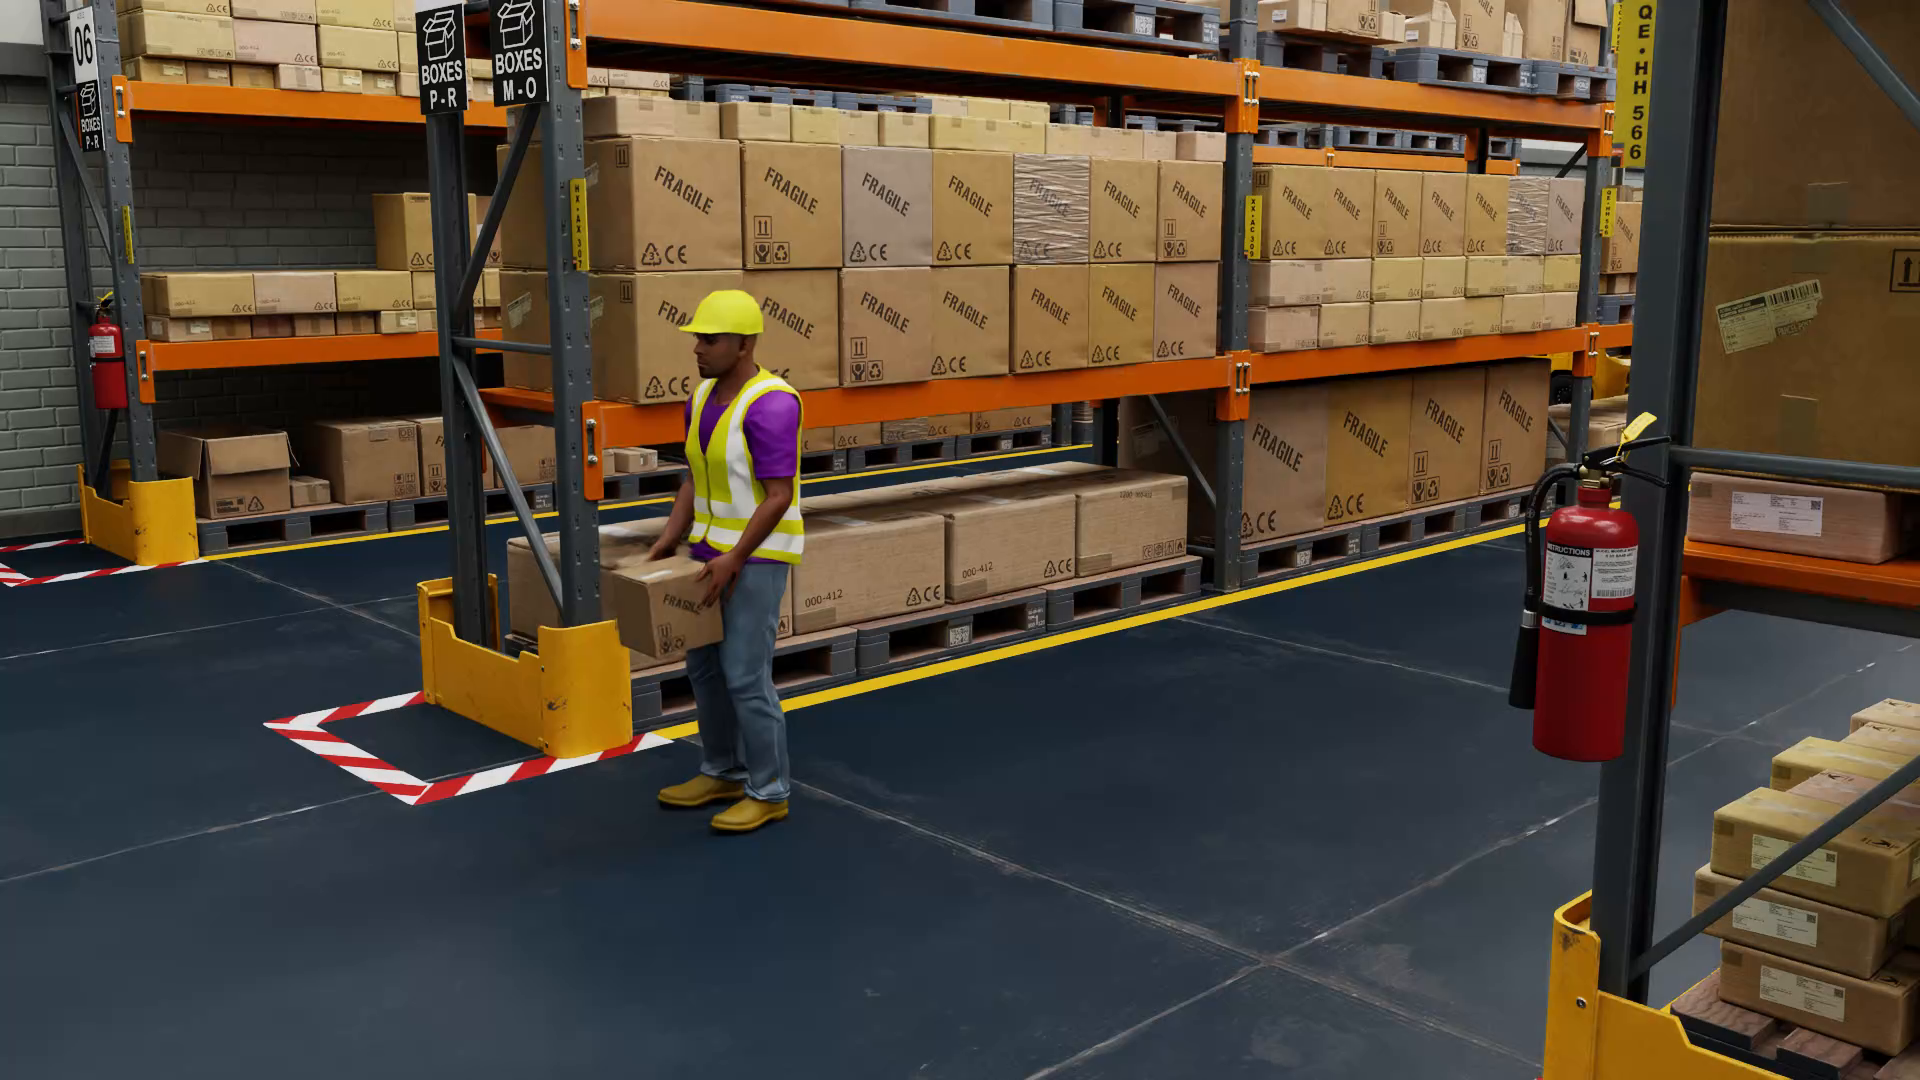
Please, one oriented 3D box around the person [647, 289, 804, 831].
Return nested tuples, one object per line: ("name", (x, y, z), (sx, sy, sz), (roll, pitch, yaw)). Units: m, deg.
("person", (-0.763, 0.065, 5.503), (0.451, 1.767, 0.575), (-8, 13, -38))
